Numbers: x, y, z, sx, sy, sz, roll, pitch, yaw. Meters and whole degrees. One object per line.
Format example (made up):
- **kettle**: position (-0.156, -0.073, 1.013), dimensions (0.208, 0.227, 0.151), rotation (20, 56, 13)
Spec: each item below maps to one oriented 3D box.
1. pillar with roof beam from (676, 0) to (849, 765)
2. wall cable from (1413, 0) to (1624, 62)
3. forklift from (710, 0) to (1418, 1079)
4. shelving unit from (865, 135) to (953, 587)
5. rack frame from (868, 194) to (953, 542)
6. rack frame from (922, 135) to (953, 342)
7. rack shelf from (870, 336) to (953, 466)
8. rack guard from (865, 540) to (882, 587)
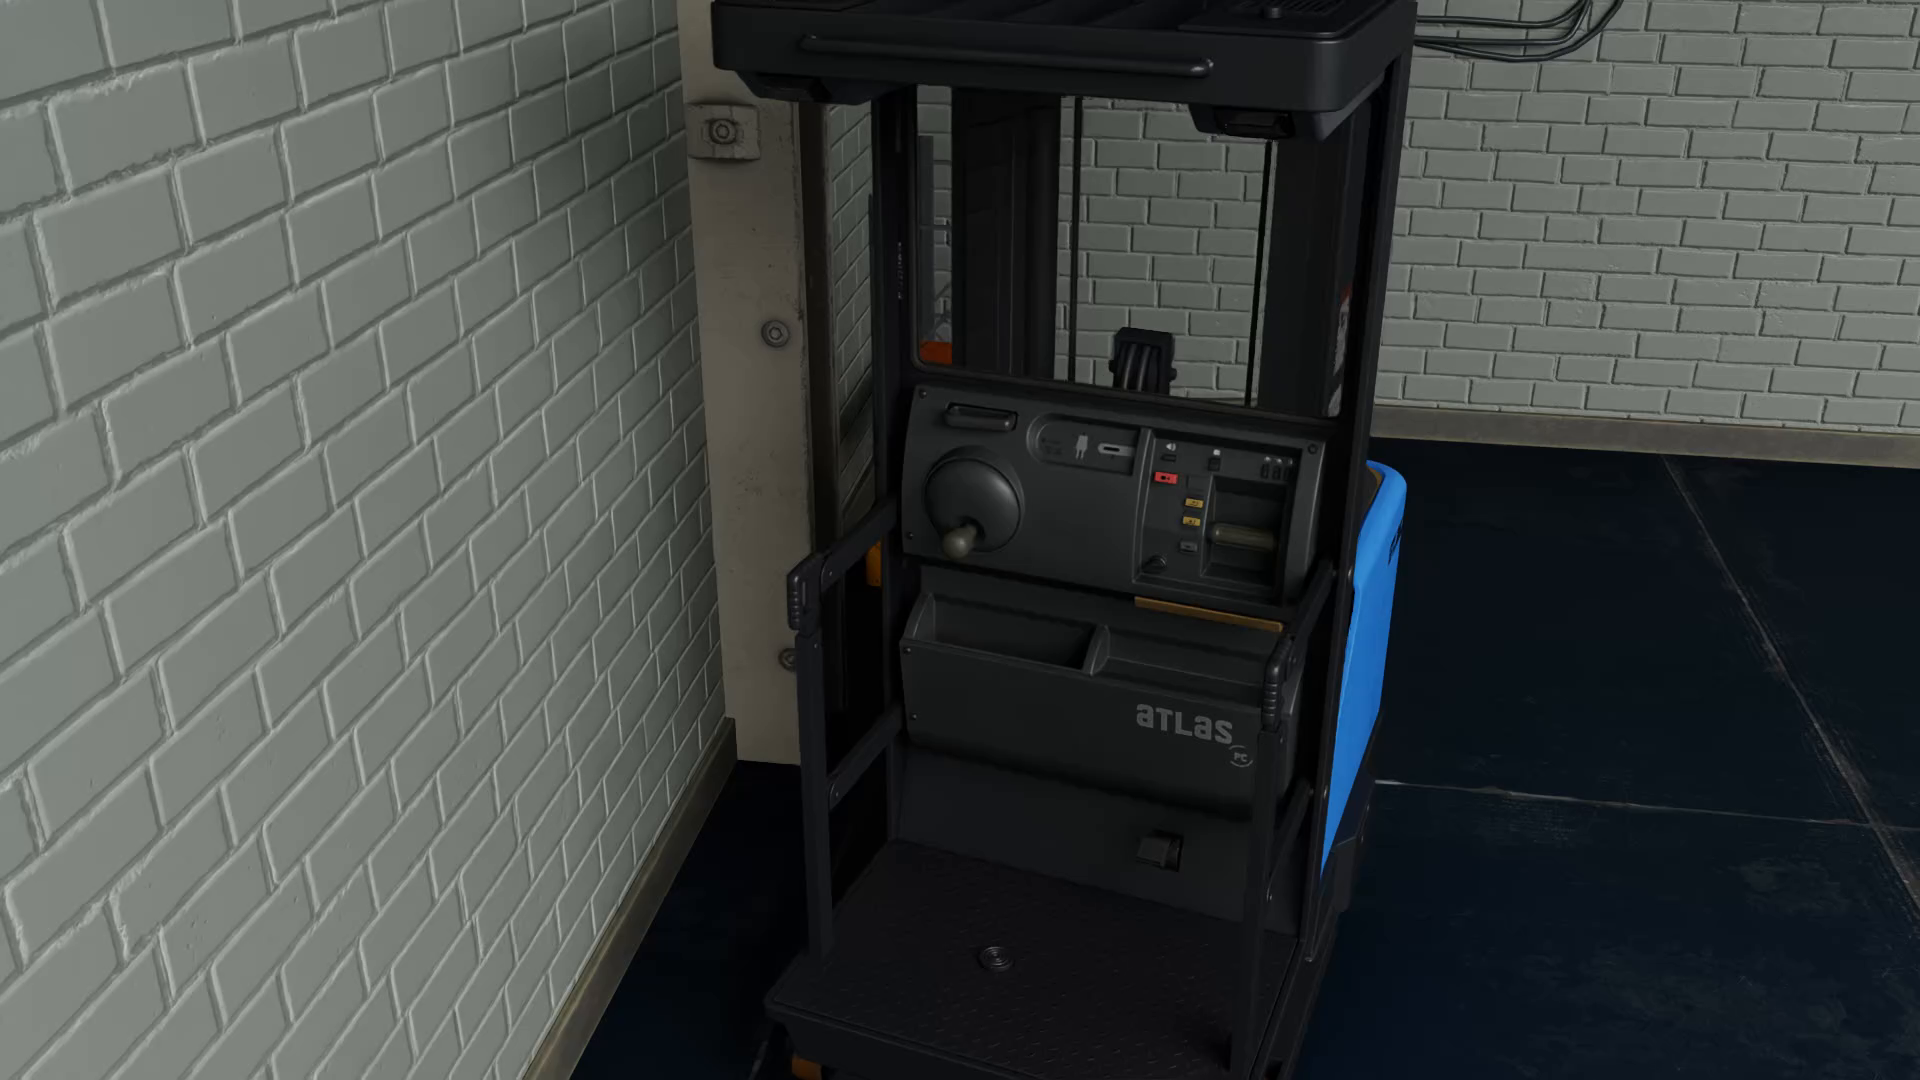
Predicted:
- **pillar with roof beam**: position (3.691, -3.158, 2.881), dimensions (9.100, 9.000, 0.400), rotation (4, 25, 9)
- **wall cable**: position (1.230, -3.190, 6.613), dimensions (3.097, 2.526, 0.112), rotation (4, 25, 9)
- **forklift**: position (0.236, -0.071, 3.444), dimensions (1.130, 2.935, 3.031), rotation (10, 27, 20)
- **shelving unit**: position (0.012, -0.711, 6.500), dimensions (0.587, 1.500, 1.083), rotation (4, 25, 9)
- **rack frame**: position (-0.069, -0.502, 6.054), dimensions (0.500, 1.500, 0.032), rotation (4, 25, 9)
- **rack frame**: position (0.097, -0.928, 6.962), dimensions (0.500, 1.500, 0.032), rotation (4, 25, 9)
- **rack shelf**: position (0.014, -0.552, 6.585), dimensions (0.538, 0.185, 1.000), rotation (4, 25, 9)
- **rack guard**: position (-0.069, 0.063, 6.320), dimensions (0.587, 0.250, 0.087), rotation (4, 25, 9)
